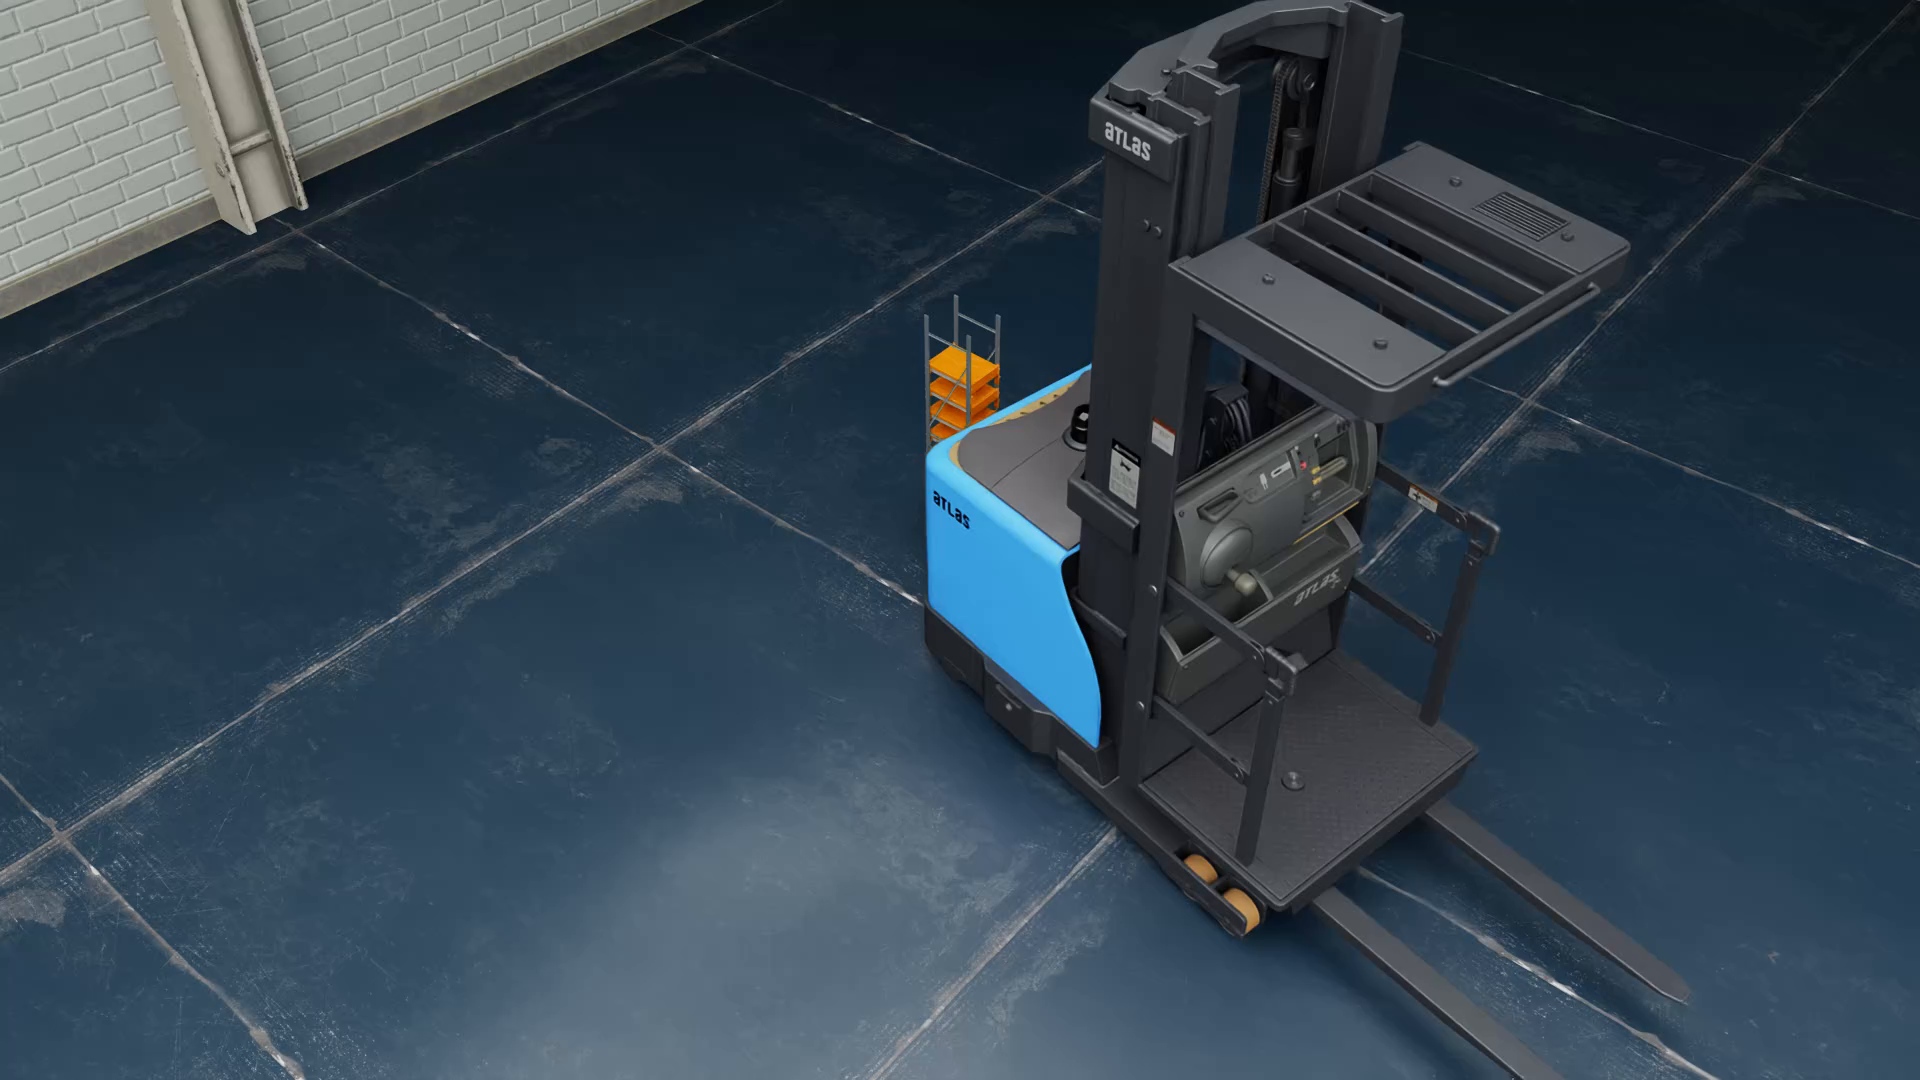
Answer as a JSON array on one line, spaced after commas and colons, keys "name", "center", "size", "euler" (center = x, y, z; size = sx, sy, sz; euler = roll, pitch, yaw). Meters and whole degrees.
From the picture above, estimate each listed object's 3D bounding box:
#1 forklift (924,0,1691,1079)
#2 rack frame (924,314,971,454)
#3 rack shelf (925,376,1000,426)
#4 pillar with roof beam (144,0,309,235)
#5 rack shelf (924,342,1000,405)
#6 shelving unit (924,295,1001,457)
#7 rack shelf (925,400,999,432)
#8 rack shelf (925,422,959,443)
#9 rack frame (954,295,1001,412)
[{"name": "forklift", "center": [1.182, -0.072, 5.332], "size": [1.130, 2.935, 3.031], "euler": [-29, 50, -28]}, {"name": "rack frame", "center": [-0.050, -0.404, 6.985], "size": [0.240, 1.200, 0.006], "euler": [29, 50, 28]}, {"name": "rack shelf", "center": [0.009, -0.596, 6.905], "size": [0.258, 0.103, 0.180], "euler": [29, 50, 28]}, {"name": "pillar with roof beam", "center": [-0.678, -3.340, 4.417], "size": [9.100, 9.000, 0.400], "euler": [29, 50, 28]}, {"name": "rack shelf", "center": [0.009, -0.685, 6.825], "size": [0.258, 0.103, 0.180], "euler": [29, 50, 28]}, {"name": "shelving unit", "center": [0.009, -0.451, 7.037], "size": [0.258, 1.200, 0.189], "euler": [29, 50, 28]}, {"name": "rack shelf", "center": [0.009, -0.507, 6.986], "size": [0.258, 0.103, 0.180], "euler": [29, 50, 28]}, {"name": "rack shelf", "center": [0.009, -0.419, 7.067], "size": [0.258, 0.103, 0.180], "euler": [29, 50, 28]}, {"name": "rack frame", "center": [0.068, -0.498, 7.089], "size": [0.240, 1.200, 0.006], "euler": [29, 50, 28]}]
